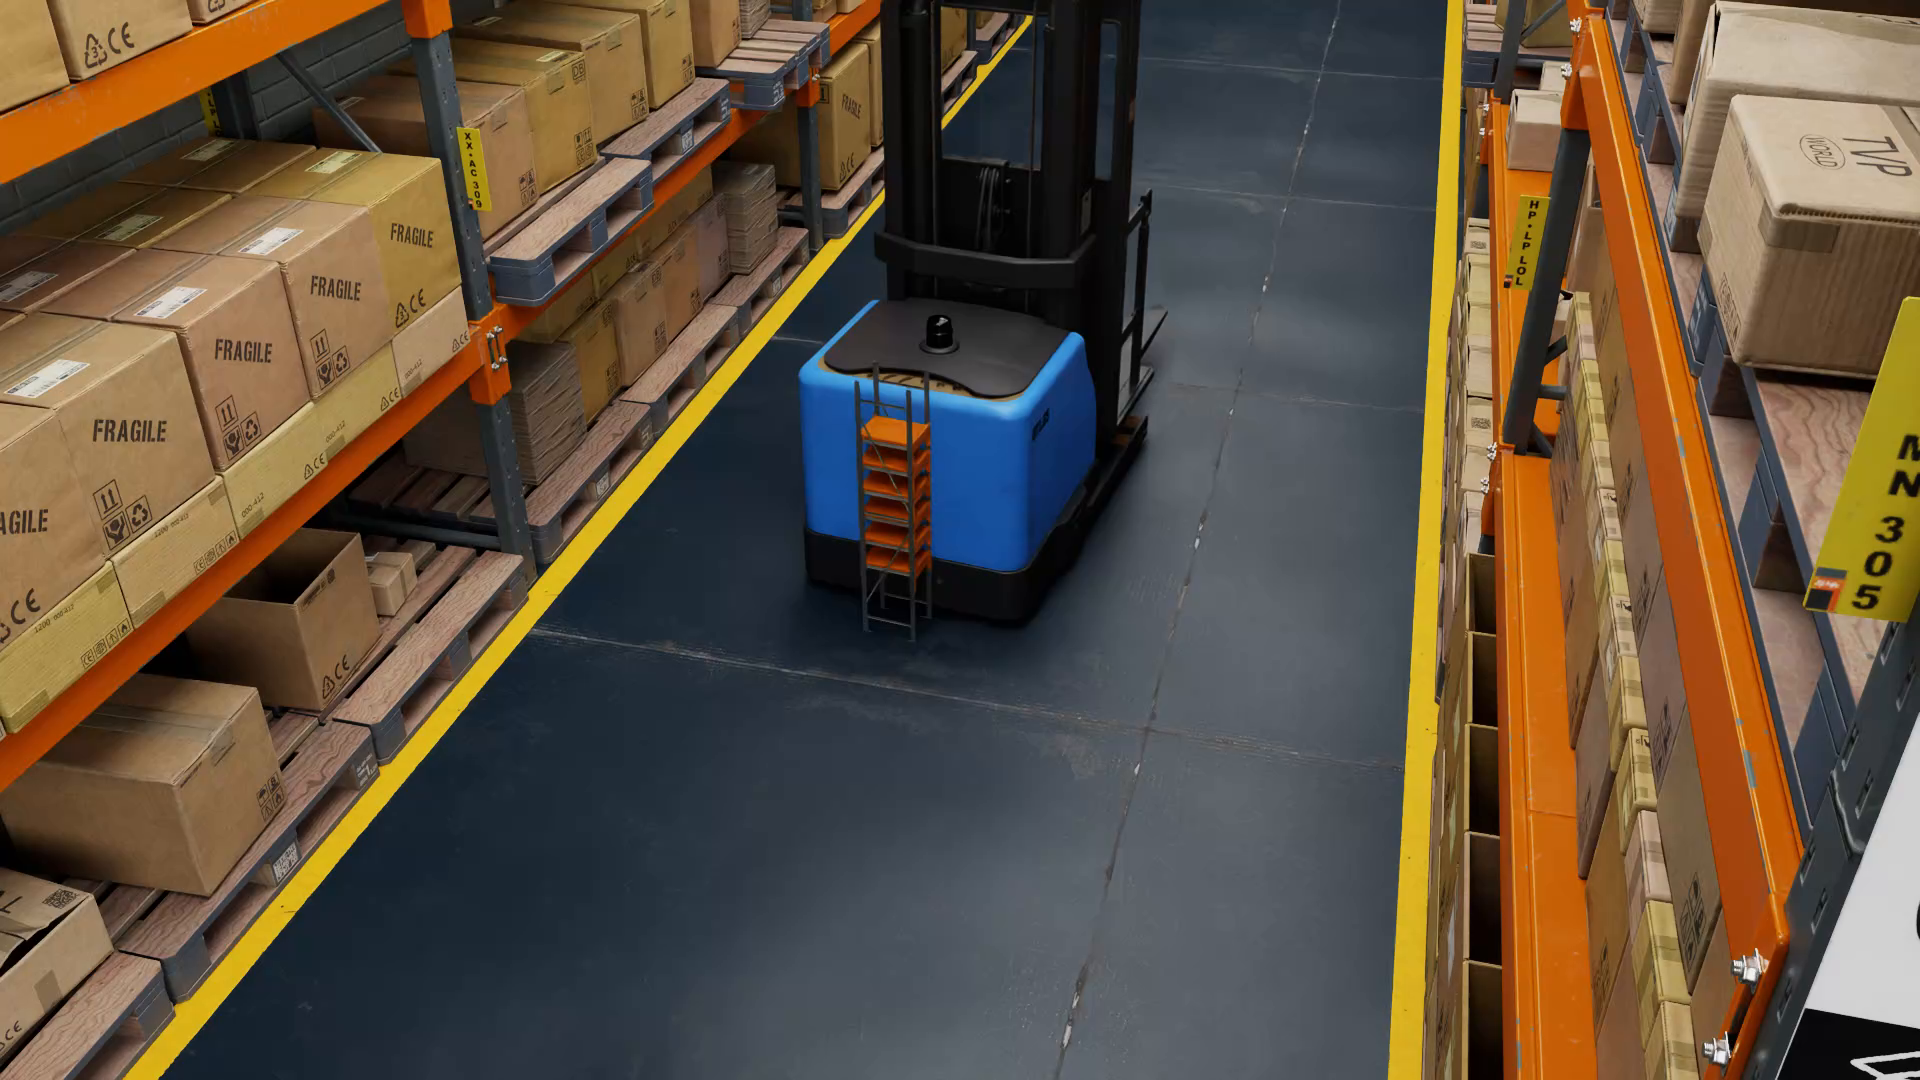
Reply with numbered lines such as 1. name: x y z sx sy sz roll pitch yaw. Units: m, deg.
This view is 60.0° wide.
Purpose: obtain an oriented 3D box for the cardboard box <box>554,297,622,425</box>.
1. cardboard box: -2.141 -0.916 8.315 0.700 0.500 0.500 7 33 11

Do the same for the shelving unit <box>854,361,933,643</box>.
1. shelving unit: -0.267 -0.138 6.848 0.258 1.200 0.189 12 34 18

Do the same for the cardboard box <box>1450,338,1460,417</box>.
1. cardboard box: 2.744 -0.783 8.357 0.500 0.250 0.500 7 33 11

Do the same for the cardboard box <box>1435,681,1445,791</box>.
1. cardboard box: 1.988 0.729 5.979 0.500 0.250 0.500 8 33 12

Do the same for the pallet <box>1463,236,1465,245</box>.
1. pallet: 3.640 -1.735 10.282 1.003 0.211 1.213 8 33 12

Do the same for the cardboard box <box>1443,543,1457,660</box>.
1. cardboard box: 2.223 0.275 6.693 0.500 0.250 0.500 8 33 12

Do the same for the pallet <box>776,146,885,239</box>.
1. pallet: -1.106 -2.424 11.366 1.003 0.211 1.213 8 33 12

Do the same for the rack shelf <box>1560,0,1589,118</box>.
1. rack shelf: 2.906 -2.454 6.688 1.077 0.370 4.000 8 33 12

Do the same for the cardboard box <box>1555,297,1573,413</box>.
1. cardboard box: 2.481 -0.652 6.119 0.500 0.250 0.500 10 34 15

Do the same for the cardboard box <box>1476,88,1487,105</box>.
1. cardboard box: 3.690 -3.055 10.981 0.500 0.250 0.500 7 33 11

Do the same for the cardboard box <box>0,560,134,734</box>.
1. cardboard box: -2.725 0.260 4.667 0.500 0.250 0.500 8 33 12

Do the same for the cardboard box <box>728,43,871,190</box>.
1. cardboard box: -1.065 -2.836 11.027 0.750 0.750 0.750 8 33 12

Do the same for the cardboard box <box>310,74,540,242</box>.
1. cardboard box: -2.232 -1.613 6.989 0.700 0.500 0.500 8 33 13

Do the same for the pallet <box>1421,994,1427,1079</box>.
1. pallet: 1.849 1.765 4.776 1.003 0.211 1.213 8 33 12

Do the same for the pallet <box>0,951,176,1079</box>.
1. pallet: -3.149 1.670 4.926 1.003 0.211 1.213 8 33 12

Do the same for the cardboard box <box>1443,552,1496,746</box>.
1. cardboard box: 1.978 0.411 5.780 0.500 0.500 0.500 8 33 12

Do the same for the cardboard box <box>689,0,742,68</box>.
1. cardboard box: -1.604 -2.891 8.998 0.700 0.500 0.500 5 33 8

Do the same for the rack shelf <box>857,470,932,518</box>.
1. rack shelf: -0.267 -0.202 6.808 0.258 0.103 0.180 12 34 18

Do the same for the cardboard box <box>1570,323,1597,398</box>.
1. cardboard box: 2.080 -0.526 5.084 0.380 0.149 0.250 8 33 13

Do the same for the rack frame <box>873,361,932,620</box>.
1. rack frame: -0.235 -0.184 6.920 0.240 1.200 0.006 12 34 18

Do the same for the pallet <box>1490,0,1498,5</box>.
1. pallet: 3.903 -3.458 10.573 1.003 0.211 1.213 8 33 12

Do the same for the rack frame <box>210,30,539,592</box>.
1. rack frame: -2.394 -1.126 6.725 1.000 3.000 0.127 8 33 12

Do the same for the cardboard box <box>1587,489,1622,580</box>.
1. cardboard box: 1.820 0.013 4.236 0.380 0.149 0.250 7 33 11

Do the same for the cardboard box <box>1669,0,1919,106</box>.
1. cardboard box: 1.859 -1.162 3.368 0.797 0.503 0.637 12 34 18

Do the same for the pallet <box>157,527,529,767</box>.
1. pallet: -2.530 0.404 6.918 1.003 0.211 1.213 8 33 12

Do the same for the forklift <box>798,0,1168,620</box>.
1. forklift: 0.315 -1.676 7.655 1.130 2.935 3.031 12 34 18

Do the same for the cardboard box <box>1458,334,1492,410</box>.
1. cardboard box: 2.610 -0.746 7.776 0.500 0.311 0.500 8 33 12

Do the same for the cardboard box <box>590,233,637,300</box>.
1. cardboard box: -1.986 -1.457 8.467 0.500 0.250 0.500 7 33 11

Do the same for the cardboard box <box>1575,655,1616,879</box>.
1. cardboard box: 1.905 0.536 4.018 0.700 0.500 0.500 9 34 14

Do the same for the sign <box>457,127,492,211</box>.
1. sign: -1.867 -1.421 6.383 0.100 0.325 0.005 8 33 12

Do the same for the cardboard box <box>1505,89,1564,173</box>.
1. cardboard box: 2.999 -2.054 8.268 0.500 0.311 0.500 8 33 12

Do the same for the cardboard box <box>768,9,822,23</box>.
1. cardboard box: -1.071 -3.243 10.272 0.380 0.149 0.250 8 33 12

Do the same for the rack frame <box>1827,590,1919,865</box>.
1. rack frame: 1.383 -0.910 0.793 1.000 3.000 0.127 8 33 12

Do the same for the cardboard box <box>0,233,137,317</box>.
1. cardboard box: -2.982 -0.646 5.393 0.500 0.500 0.500 9 34 14

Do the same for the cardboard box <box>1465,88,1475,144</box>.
1. cardboard box: 3.812 -2.981 11.564 0.500 0.500 0.500 8 33 13

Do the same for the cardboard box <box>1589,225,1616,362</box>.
1. cardboard box: 2.292 -0.812 4.929 0.700 0.500 0.500 8 33 13

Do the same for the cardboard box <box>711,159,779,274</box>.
1. cardboard box: -1.511 -1.952 9.944 0.700 0.500 0.500 8 33 13

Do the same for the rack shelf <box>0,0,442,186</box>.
1. rack shelf: -2.901 -1.050 4.481 1.077 0.370 4.000 8 33 12

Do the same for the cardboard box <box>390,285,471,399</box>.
1. cardboard box: -2.221 -0.784 6.309 0.500 0.250 0.500 8 33 12

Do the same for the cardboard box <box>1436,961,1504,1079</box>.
1. cardboard box: 1.471 1.449 4.147 0.500 0.500 0.500 8 33 12

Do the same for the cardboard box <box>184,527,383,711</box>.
1. cardboard box: -2.619 0.287 6.422 0.500 0.500 0.500 6 33 9

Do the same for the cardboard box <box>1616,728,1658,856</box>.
1. cardboard box: 1.558 0.547 3.396 0.380 0.149 0.250 9 34 14

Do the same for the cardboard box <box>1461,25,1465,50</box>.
1. cardboard box: 4.336 -4.125 13.689 0.380 0.149 0.250 8 33 12

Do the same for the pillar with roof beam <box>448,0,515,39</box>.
1. pillar with roof beam: 1.619 -4.591 6.583 9.100 9.000 0.400 8 33 12

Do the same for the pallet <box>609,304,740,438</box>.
1. pallet: -1.890 -0.989 9.108 1.003 0.211 1.213 8 33 12

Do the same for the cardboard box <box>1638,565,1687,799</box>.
1. cardboard box: 1.783 0.229 3.291 0.700 0.500 0.500 8 33 13

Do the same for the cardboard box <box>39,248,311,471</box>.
1. cardboard box: -2.474 -0.581 5.289 0.500 0.500 0.500 7 33 11
